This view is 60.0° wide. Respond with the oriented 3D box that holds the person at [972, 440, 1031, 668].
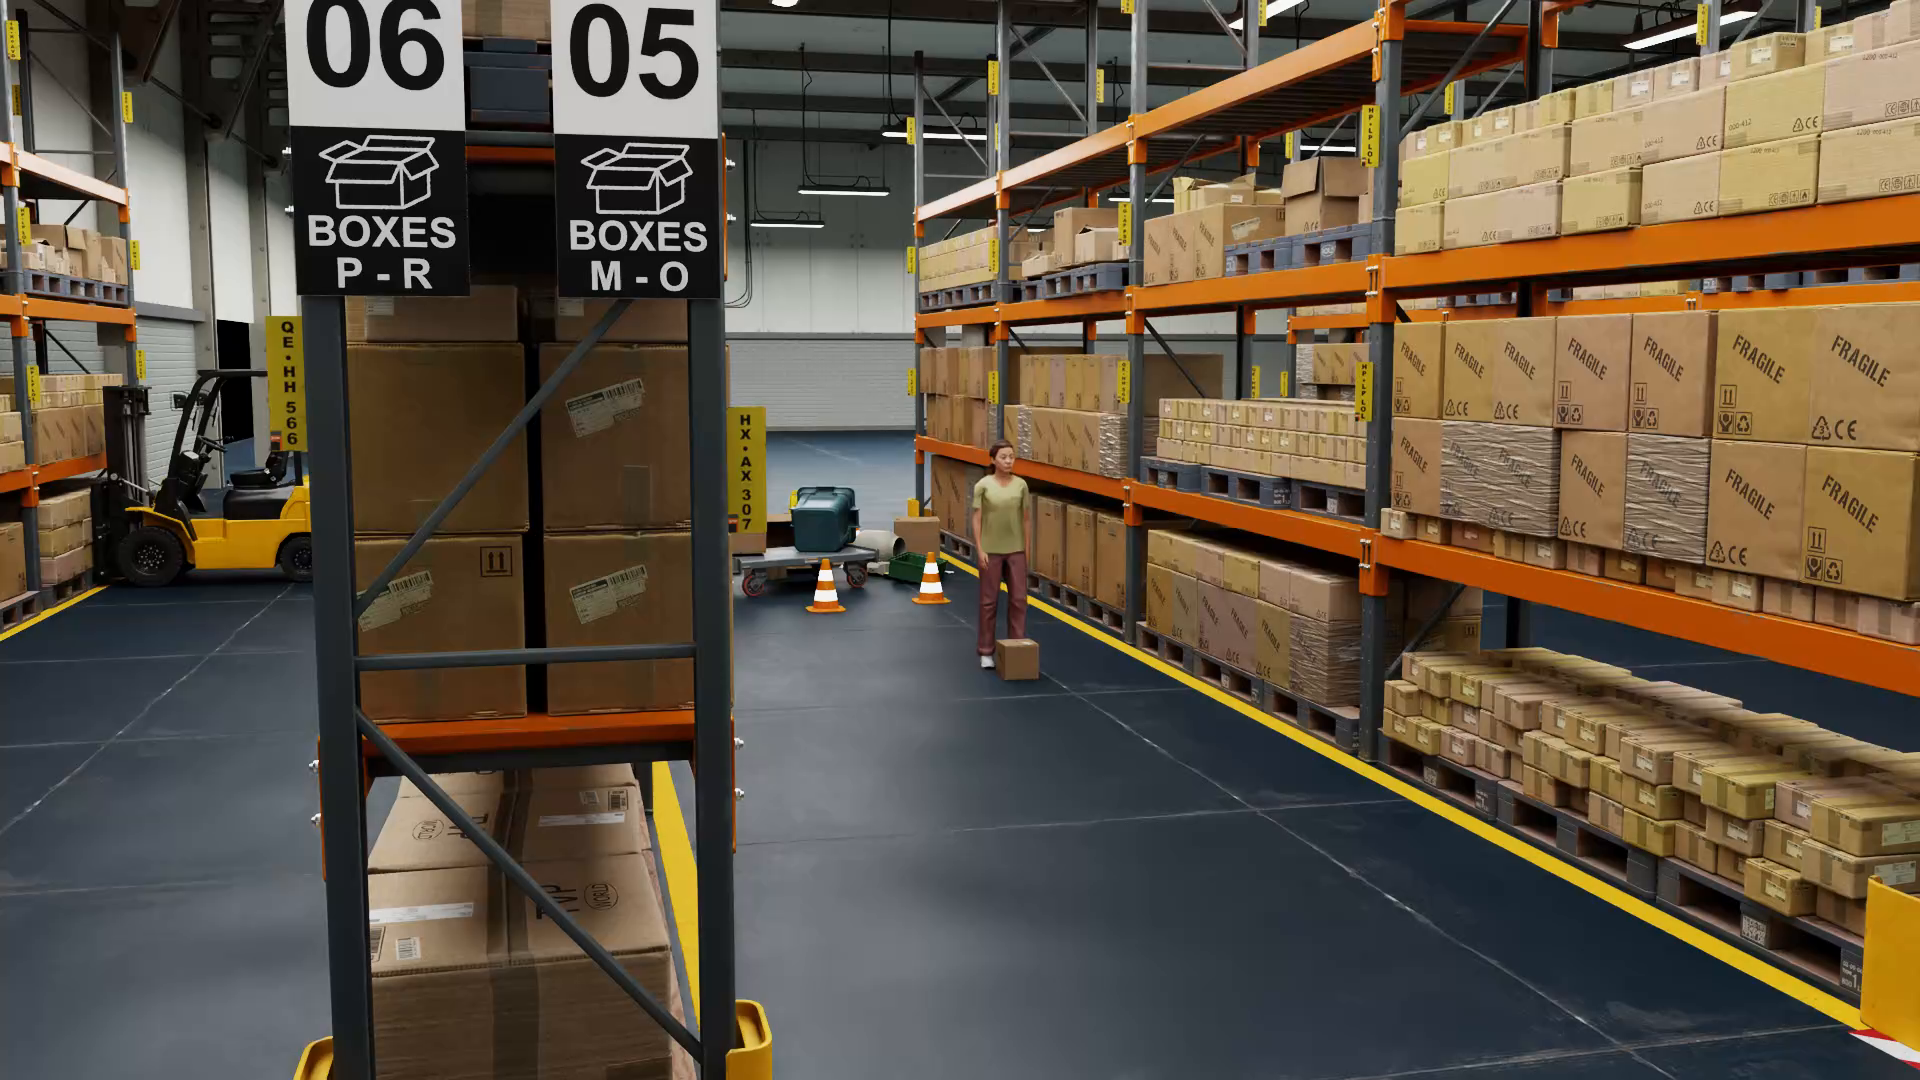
[{"bbox_3d":[0.318,0.101,12.254,0.449,1.674,0.399,-1,6,-12],"label":"person"}]
